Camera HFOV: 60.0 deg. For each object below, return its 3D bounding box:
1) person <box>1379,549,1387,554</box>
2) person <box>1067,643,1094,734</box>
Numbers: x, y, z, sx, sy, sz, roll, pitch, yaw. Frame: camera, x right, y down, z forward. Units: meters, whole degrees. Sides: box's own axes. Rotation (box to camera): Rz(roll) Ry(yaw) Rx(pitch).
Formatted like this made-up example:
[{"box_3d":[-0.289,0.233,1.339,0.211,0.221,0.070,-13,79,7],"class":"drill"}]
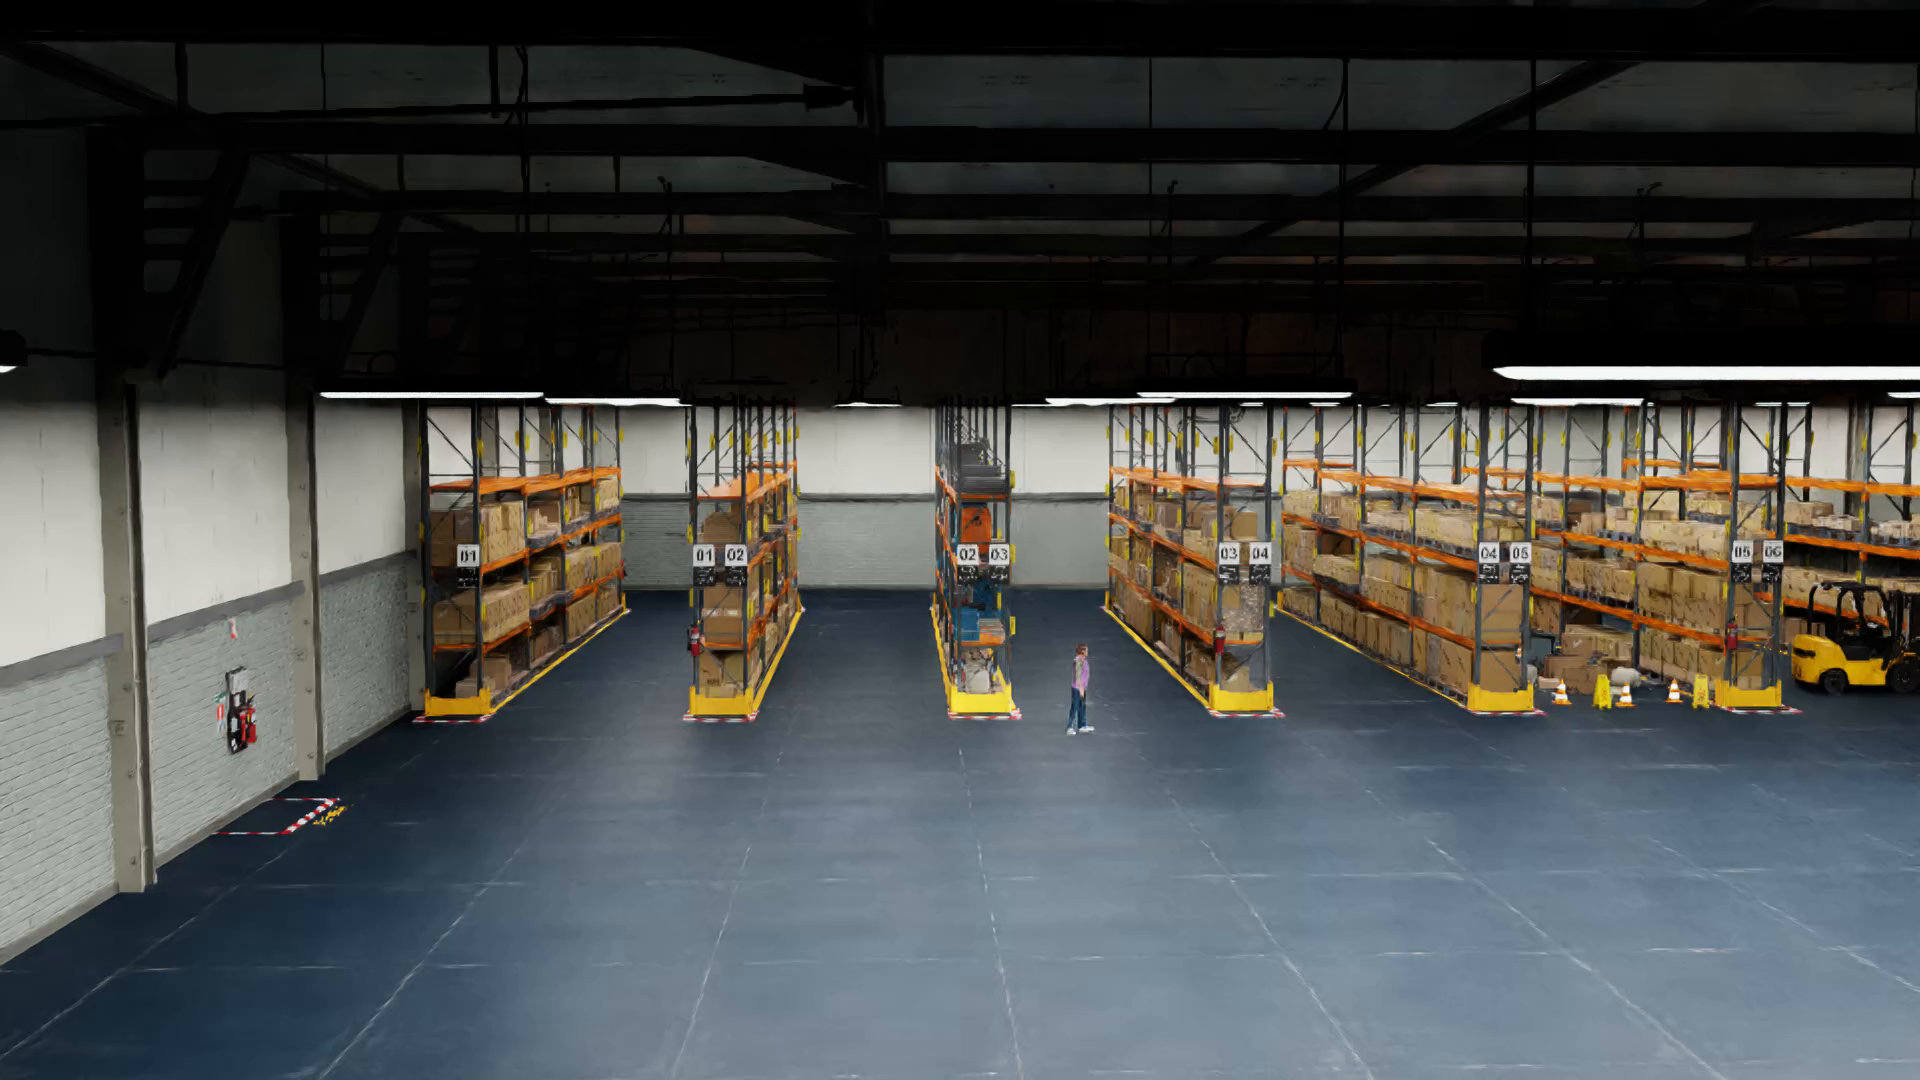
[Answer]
[{"box_3d":[12.300,1.109,48.145,0.525,1.660,0.589,-1,5,-18],"class":"person"},{"box_3d":[2.117,2.608,29.357,0.422,1.599,0.522,2,5,19],"class":"person"}]
